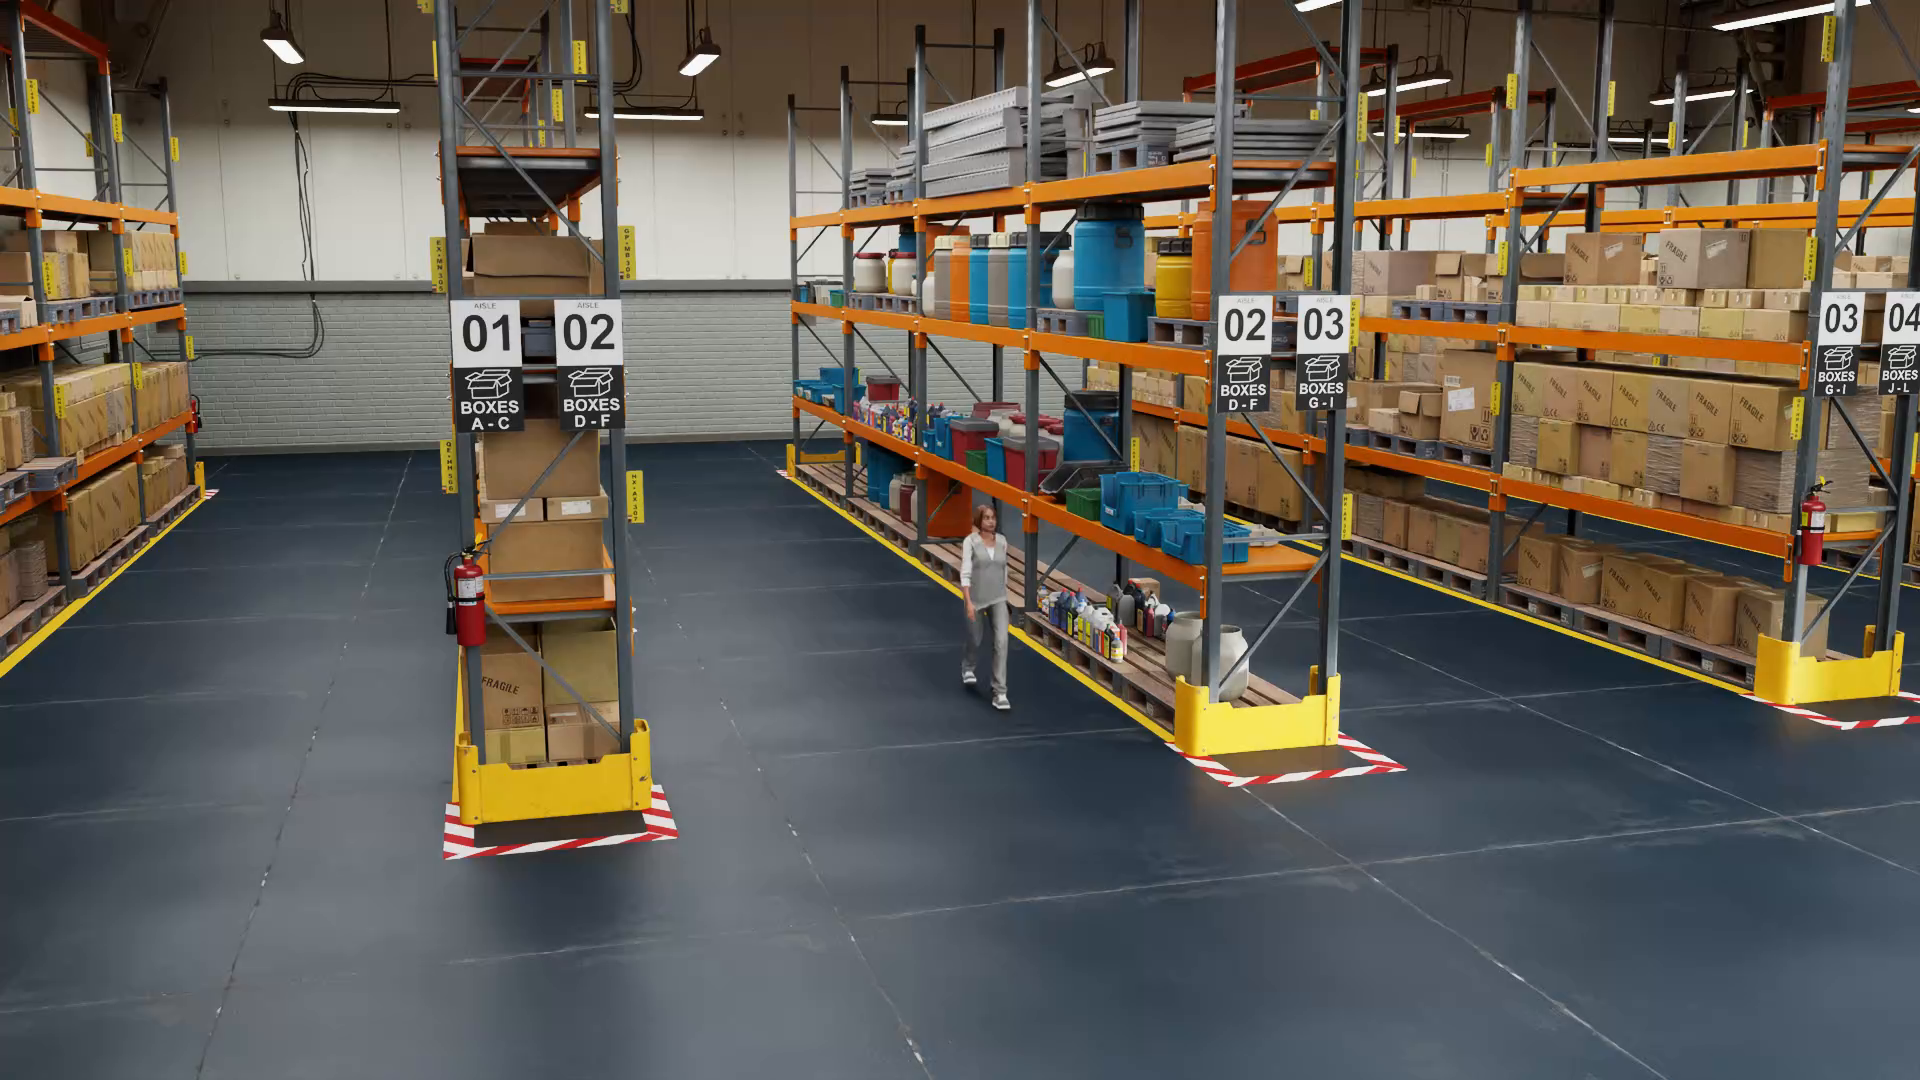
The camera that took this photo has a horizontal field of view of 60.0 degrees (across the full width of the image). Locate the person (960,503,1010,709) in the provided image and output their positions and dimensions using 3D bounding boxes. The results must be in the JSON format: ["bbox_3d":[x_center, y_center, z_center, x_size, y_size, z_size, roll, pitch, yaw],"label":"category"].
[{"bbox_3d":[0.191,0.483,12.988,0.412,1.543,0.929,-2,10,-13],"label":"person"}]
